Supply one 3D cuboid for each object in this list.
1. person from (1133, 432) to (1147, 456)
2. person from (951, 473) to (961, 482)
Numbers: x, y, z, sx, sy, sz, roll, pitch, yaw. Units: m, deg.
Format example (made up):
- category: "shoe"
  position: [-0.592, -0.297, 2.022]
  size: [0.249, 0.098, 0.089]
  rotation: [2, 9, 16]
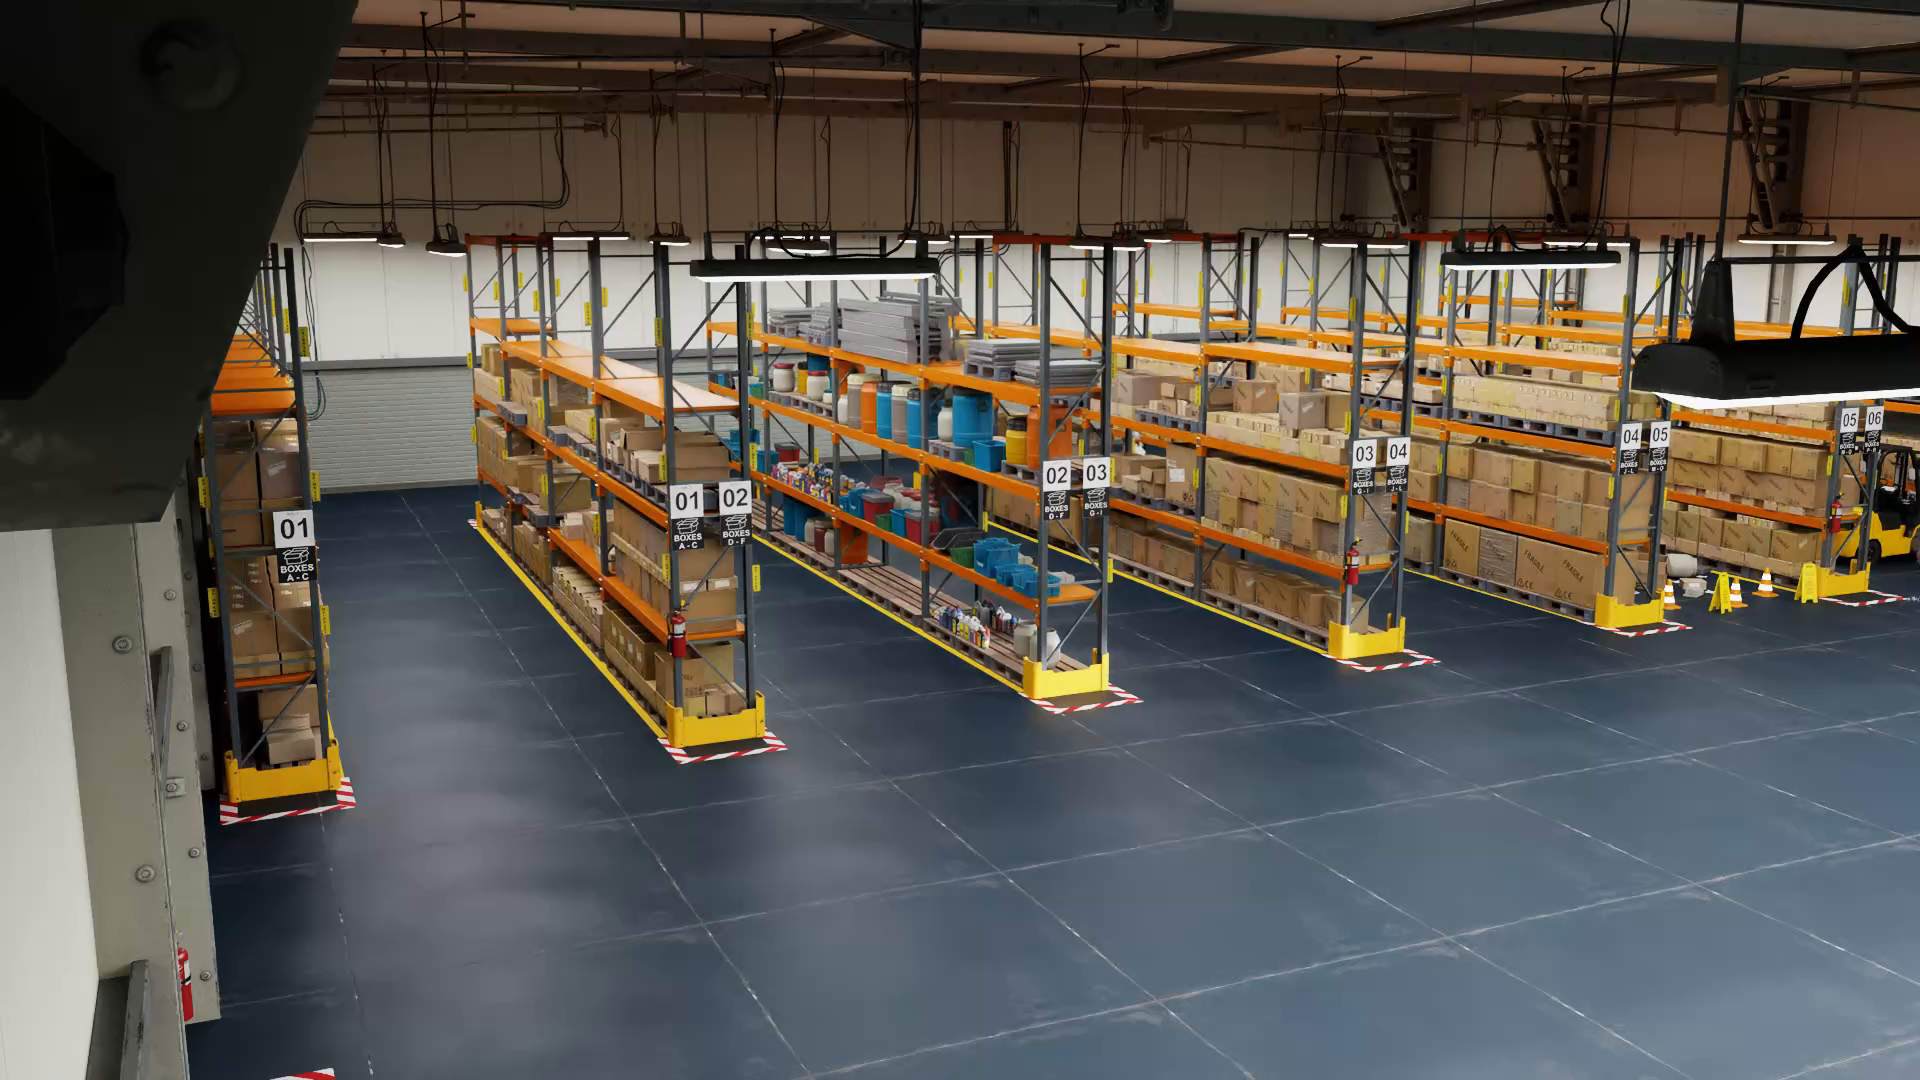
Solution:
- category: "person"
  position: [3.872, -1.616, 36.730]
  size: [0.622, 1.573, 0.711]
  rotation: [-5, 12, -24]
- category: "person"
  position: [-0.027, -0.506, 31.401]
  size: [0.549, 1.628, 0.649]
  rotation: [-5, 12, -25]
